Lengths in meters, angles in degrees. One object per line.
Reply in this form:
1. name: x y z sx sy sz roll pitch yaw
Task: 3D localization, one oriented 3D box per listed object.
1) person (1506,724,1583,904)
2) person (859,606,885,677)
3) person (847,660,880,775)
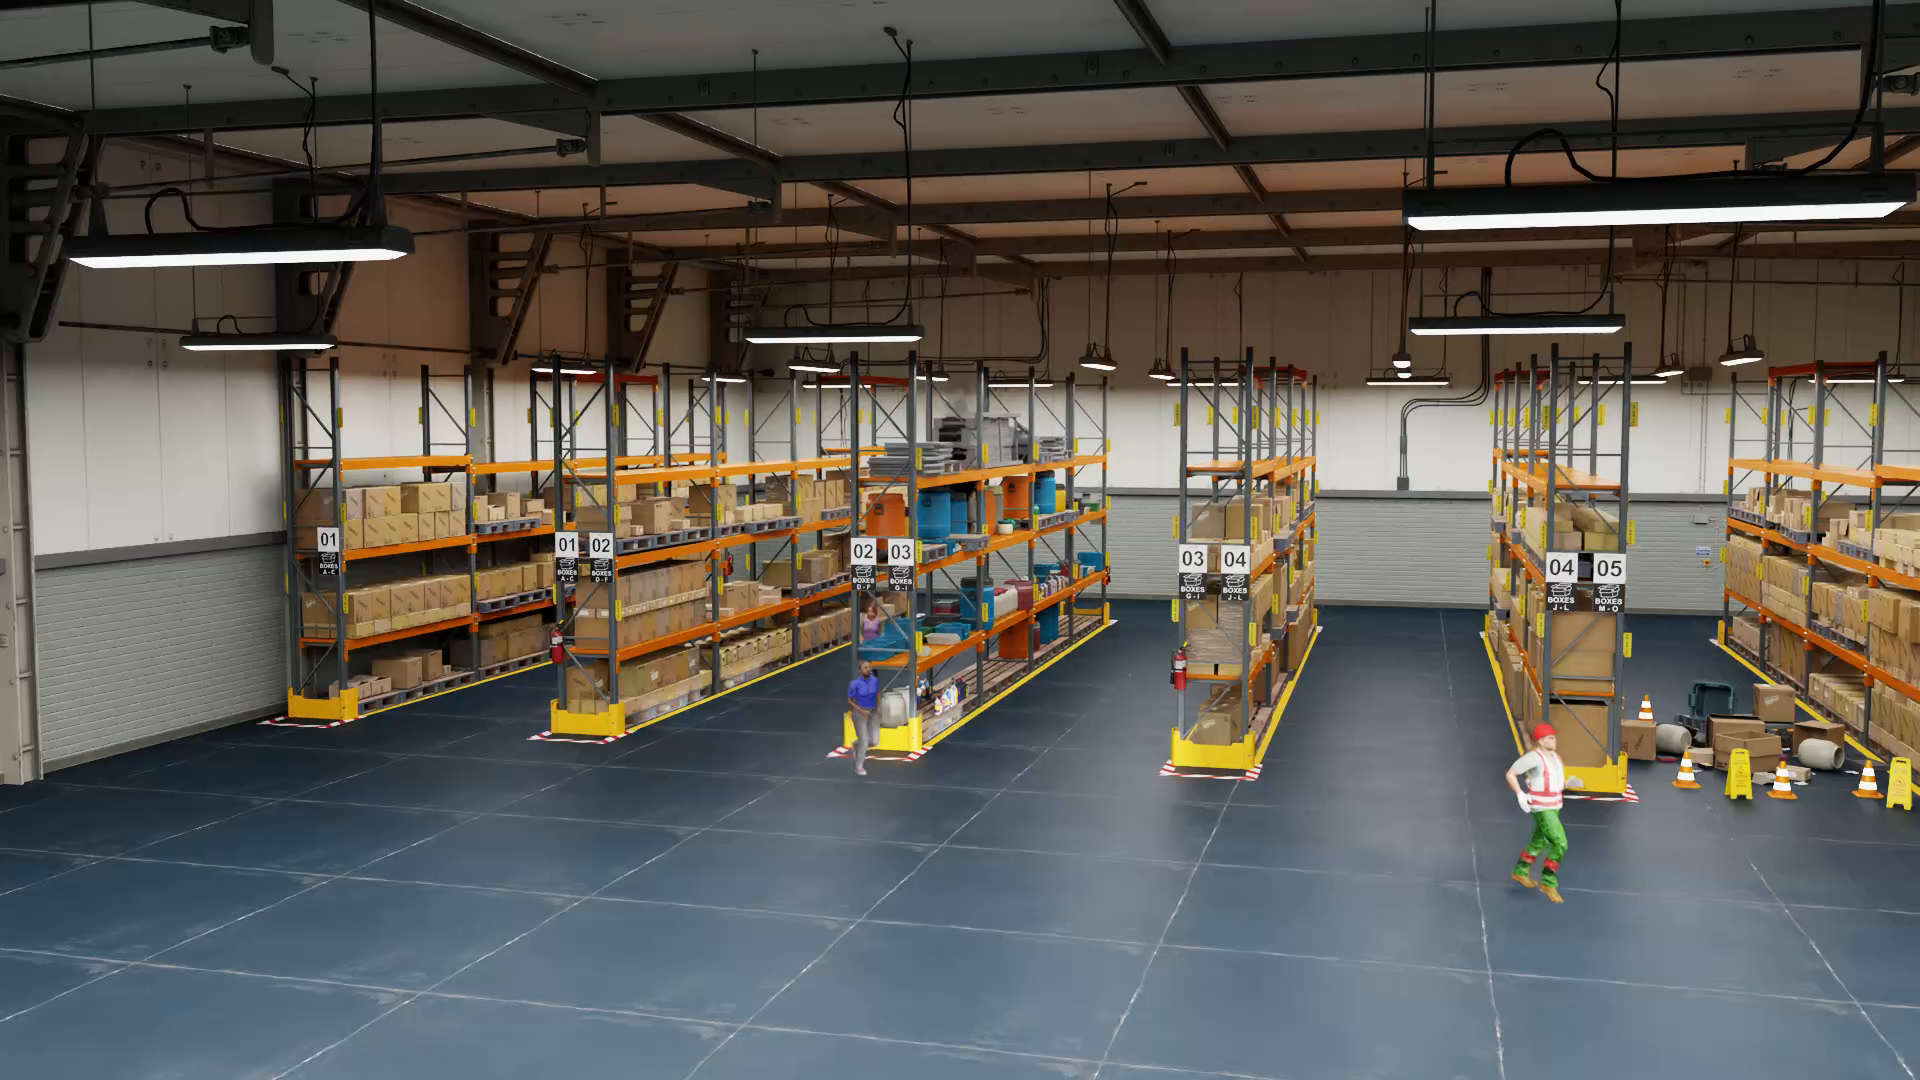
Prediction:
1. person: 6.097 2.836 17.343 0.769 1.844 0.643 4 6 44
2. person: -1.634 1.985 30.630 0.536 1.555 0.545 0 4 2
3. person: -1.335 2.487 23.440 0.605 1.618 0.630 -3 5 -36
